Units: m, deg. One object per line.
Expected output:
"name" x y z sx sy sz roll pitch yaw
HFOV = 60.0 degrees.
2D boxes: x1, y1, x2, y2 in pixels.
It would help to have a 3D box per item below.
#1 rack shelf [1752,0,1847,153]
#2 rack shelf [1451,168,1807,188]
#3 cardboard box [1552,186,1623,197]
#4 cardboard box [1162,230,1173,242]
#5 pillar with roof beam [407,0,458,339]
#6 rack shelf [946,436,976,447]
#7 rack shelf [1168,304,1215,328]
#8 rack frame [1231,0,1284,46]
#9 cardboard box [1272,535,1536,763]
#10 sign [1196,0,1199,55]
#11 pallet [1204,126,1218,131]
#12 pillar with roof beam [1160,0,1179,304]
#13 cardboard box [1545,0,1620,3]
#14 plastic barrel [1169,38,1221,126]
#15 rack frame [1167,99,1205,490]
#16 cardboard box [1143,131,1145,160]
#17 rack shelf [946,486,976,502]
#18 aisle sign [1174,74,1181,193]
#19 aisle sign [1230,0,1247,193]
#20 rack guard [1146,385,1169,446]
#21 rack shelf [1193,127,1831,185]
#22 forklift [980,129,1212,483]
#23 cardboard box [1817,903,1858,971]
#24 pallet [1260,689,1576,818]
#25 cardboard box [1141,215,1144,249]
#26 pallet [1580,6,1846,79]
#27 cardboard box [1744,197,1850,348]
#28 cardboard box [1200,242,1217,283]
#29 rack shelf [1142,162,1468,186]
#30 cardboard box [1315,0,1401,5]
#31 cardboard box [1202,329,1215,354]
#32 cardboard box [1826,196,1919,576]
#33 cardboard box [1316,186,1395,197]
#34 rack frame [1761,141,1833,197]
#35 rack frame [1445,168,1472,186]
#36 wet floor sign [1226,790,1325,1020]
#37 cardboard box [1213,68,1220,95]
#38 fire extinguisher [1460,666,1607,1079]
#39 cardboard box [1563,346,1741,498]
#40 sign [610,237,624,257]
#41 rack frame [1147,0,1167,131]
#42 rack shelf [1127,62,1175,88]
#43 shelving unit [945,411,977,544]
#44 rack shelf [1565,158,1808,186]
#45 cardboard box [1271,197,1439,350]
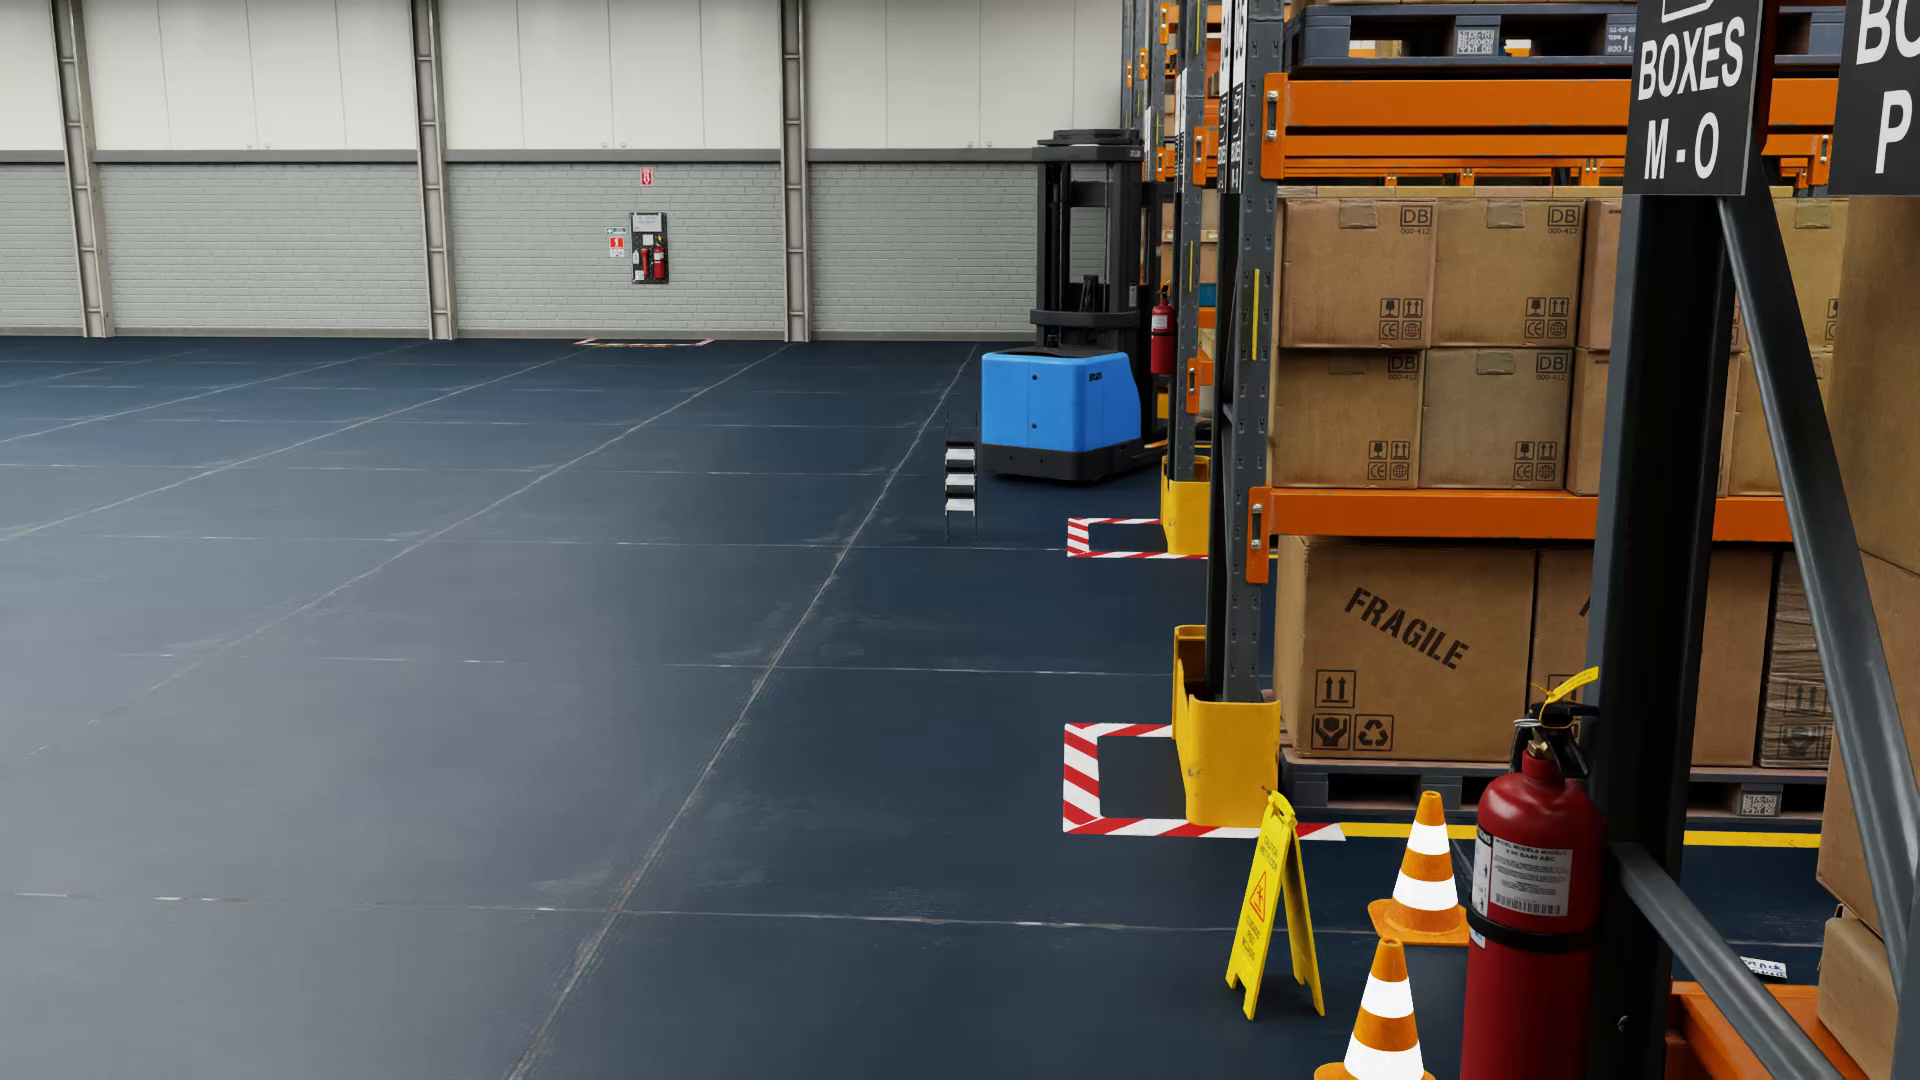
"rack shelf" 2.887 -0.550 1.501 4.000 0.370 1.077 1 12 4
"rack shelf" 8.206 -4.543 20.593 4.000 0.370 1.077 1 12 4
"cardboard box" 4.080 -2.078 10.965 0.500 0.500 0.500 1 12 4
"cardboard box" 2.596 -3.826 20.906 0.250 0.149 0.380 1 12 3
"pillar with roof beam" -8.958 -6.910 22.822 0.400 9.000 9.100 1 12 4
"rack shelf" 0.008 -0.672 11.627 0.200 0.077 0.258 1 12 4
"rack shelf" 3.880 -2.118 16.324 4.000 0.370 1.077 1 12 4
"rack frame" 1.121 -3.410 6.092 0.127 3.000 1.000 1 12 4
"cardboard box" 1.802 0.356 6.901 0.875 0.875 0.875 1 12 4
"sign" 1.518 -3.271 10.618 0.005 0.325 0.100 1 12 4
"pallet" 2.704 -3.842 15.944 1.213 0.211 1.003 1 12 4
"pillar with roof beam" 3.015 -6.745 22.037 0.400 9.000 9.100 1 12 4
"cardboard box" 2.199 -1.993 5.988 0.250 0.149 0.380 1 12 4
"plastic barrel" 2.378 -4.401 16.079 0.708 0.830 0.600 1 12 4
"rack frame" 1.554 -1.486 11.544 0.127 3.000 1.000 1 12 4
"cardboard box" 2.864 -5.993 25.471 0.500 0.500 0.500 1 12 5
"rack shelf" 0.008 -0.320 11.701 0.200 0.077 0.258 1 12 4
"aisle sign" 1.512 -2.820 11.575 0.004 0.787 0.394 1 12 4
"aisle sign" 1.031 -1.686 6.152 0.004 0.787 0.394 1 12 4
"rack guard" 1.964 -1.283 16.678 0.348 0.500 1.175 1 12 4
"rack shelf" 3.549 -2.574 11.180 4.000 0.370 1.077 1 12 4
"forklift" 1.407 -2.162 14.943 1.130 2.935 3.031 8 14 33
"cardboard box" 2.813 1.268 4.479 0.637 0.503 0.797 -9 15 -35
"pallet" 1.924 0.886 7.016 1.213 0.211 1.003 1 12 4
"cardboard box" 3.003 -4.757 25.669 0.500 0.500 0.500 1 12 4
"pallet" 3.083 -1.874 6.293 1.213 0.211 1.003 1 12 4
"cardboard box" 3.131 -1.058 6.496 0.500 0.550 0.875 1 12 4
"cardboard box" 3.209 -3.543 21.136 0.500 0.500 0.700 1 12 5
"rack shelf" 4.215 -4.598 20.854 4.000 0.370 1.077 1 12 4
"cardboard box" 1.442 -2.003 6.036 0.250 0.149 0.380 1 12 4
"cardboard box" 1.852 -1.401 11.753 0.250 0.149 0.380 1 12 4
"cardboard box" 1.416 -0.183 1.902 0.500 0.500 0.700 0 12 2
"cardboard box" 2.583 -2.098 11.059 0.500 0.500 0.500 1 12 4
"rack frame" 5.545 -1.431 11.282 0.127 3.000 1.000 1 12 4
"rack frame" 6.210 -3.455 20.957 0.127 3.000 1.000 1 12 4
"wet floor sign" 0.960 1.083 5.016 0.232 0.644 0.267 -1 12 -6
"cardboard box" 1.813 -3.025 10.968 0.250 0.149 0.380 1 12 3
"fire extinguisher" 0.808 0.481 2.331 0.183 0.674 0.296 1 12 4
"cardboard box" 2.595 -0.515 6.537 0.550 0.550 0.875 1 12 4
"sign" -5.692 -4.858 27.580 0.234 0.329 0.001 1 12 4
"rack frame" 1.885 -5.434 15.767 0.127 3.000 1.000 1 12 4
"rack shelf" 4.542 -7.077 25.386 4.000 0.370 1.077 1 12 4
"shelving unit" 0.008 -0.440 11.675 0.210 0.900 0.258 1 12 4
"rack shelf" 7.871 -3.531 15.755 4.000 0.370 1.077 1 12 4
"cardboard box" 1.489 -1.063 6.519 0.550 0.550 0.875 1 12 4
